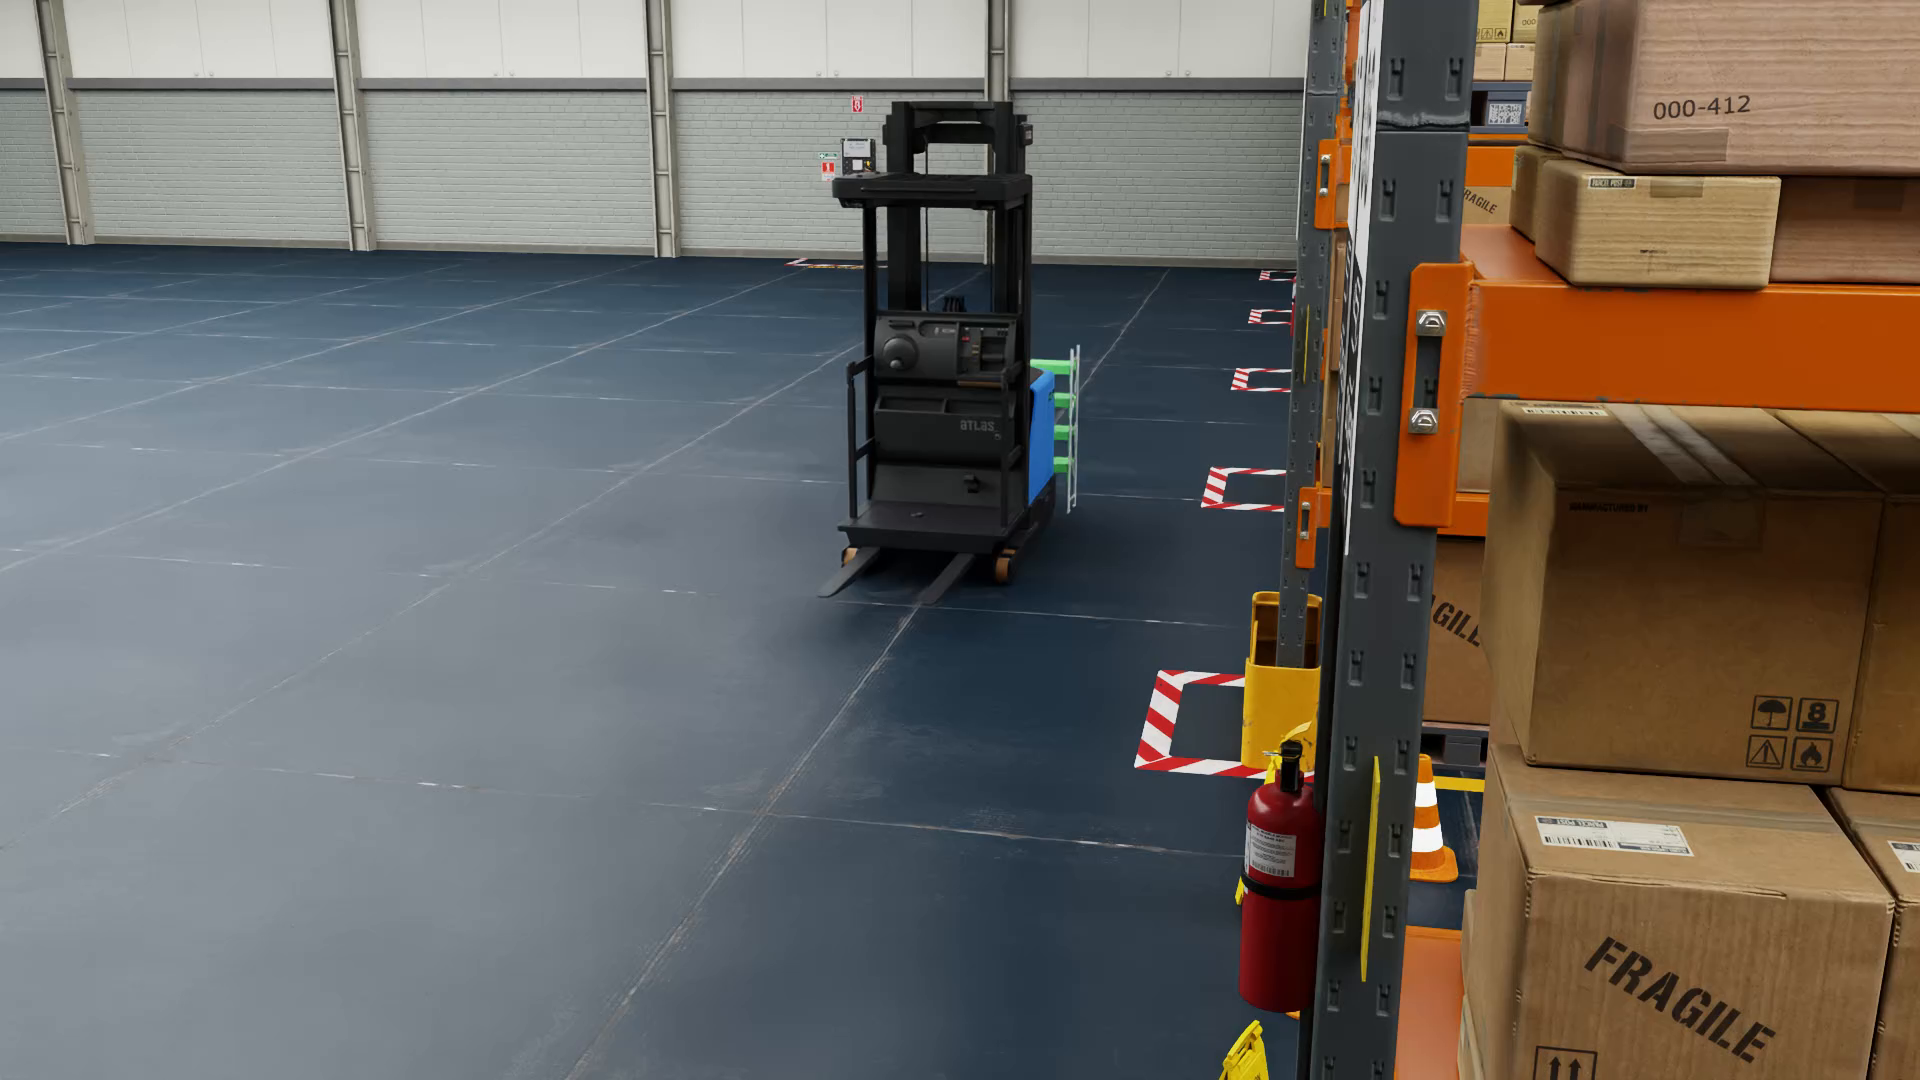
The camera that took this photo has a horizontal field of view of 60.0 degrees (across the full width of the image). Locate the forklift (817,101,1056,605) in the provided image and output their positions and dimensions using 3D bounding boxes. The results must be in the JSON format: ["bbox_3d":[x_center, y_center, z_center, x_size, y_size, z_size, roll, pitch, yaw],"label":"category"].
[{"bbox_3d":[-0.142,-1.250,10.514,1.130,2.935,3.031,4,16,13],"label":"forklift"}]

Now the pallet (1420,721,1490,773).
[{"bbox_3d":[2.406,0.831,8.096,1.213,0.211,1.003,3,16,11],"label":"pallet"}]

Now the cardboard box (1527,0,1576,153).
[{"bbox_3d":[1.275,-0.794,2.845,0.500,0.250,0.500,3,16,10],"label":"cardboard box"}]

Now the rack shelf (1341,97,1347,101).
[{"bbox_3d":[7.616,-6.707,25.813,4.000,0.370,1.077,3,16,11],"label":"rack shelf"}]

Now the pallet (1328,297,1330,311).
[{"bbox_3d":[5.430,-3.045,22.087,1.213,0.211,1.003,3,16,11],"label":"pallet"}]

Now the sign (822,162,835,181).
[{"bbox_3d":[-2.301,-6.437,29.046,0.234,0.329,0.001,3,16,11],"label":"sign"}]

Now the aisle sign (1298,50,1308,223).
[{"bbox_3d":[1.597,-1.870,7.753,0.004,0.787,0.394,3,16,11],"label":"aisle sign"}]

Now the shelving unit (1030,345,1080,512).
[{"bbox_3d":[0.594,-0.830,12.230,0.503,1.200,0.258,4,15,15],"label":"shelving unit"}]

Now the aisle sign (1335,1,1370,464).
[{"bbox_3d":[0.717,-0.566,3.048,0.004,0.787,0.394,3,16,11],"label":"aisle sign"}]

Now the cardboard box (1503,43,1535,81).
[{"bbox_3d":[2.374,-1.981,6.901,0.250,0.149,0.380,3,16,11],"label":"cardboard box"}]

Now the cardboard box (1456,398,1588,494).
[{"bbox_3d":[2.523,-0.576,7.670,0.550,0.550,0.875,3,16,11],"label":"cardboard box"}]

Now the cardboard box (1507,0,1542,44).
[{"bbox_3d":[2.526,-2.182,6.882,0.500,0.250,0.500,3,16,10],"label":"cardboard box"}]

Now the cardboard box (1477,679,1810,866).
[{"bbox_3d":[1.306,0.531,3.212,0.500,0.500,0.500,3,16,10],"label":"cardboard box"}]

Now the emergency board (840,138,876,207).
[{"bbox_3d":[-1.780,-6.364,28.847,0.643,1.169,0.194,3,16,11],"label":"emergency board"}]

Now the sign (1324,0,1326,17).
[{"bbox_3d":[1.490,-2.295,6.753,0.005,0.325,0.100,3,16,11],"label":"sign"}]

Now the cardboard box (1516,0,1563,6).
[{"bbox_3d":[1.110,-1.002,2.850,0.250,0.149,0.380,3,16,12],"label":"cardboard box"}]

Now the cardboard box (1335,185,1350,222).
[{"bbox_3d":[5.127,-4.438,21.707,0.500,0.500,0.700,3,16,11],"label":"cardboard box"}]

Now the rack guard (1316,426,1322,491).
[{"bbox_3d":[2.769,-0.618,12.787,0.348,0.500,1.175,3,16,11],"label":"rack guard"}]

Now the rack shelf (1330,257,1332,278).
[{"bbox_3d":[5.641,-2.669,16.857,4.000,0.370,1.077,3,16,11],"label":"rack shelf"}]

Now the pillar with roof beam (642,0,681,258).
[{"bbox_3d":[-6.103,-8.307,24.622,0.400,9.000,9.100,3,16,11],"label":"pillar with roof beam"}]

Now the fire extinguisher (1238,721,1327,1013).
[{"bbox_3d":[0.699,0.676,3.577,0.183,0.674,0.296,3,16,11],"label":"fire extinguisher"}]

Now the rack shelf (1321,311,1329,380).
[{"bbox_3d":[4.654,-1.374,12.180,4.000,0.370,1.077,3,16,11],"label":"rack shelf"}]

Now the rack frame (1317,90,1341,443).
[{"bbox_3d":[2.694,-1.827,12.468,0.127,3.000,1.000,3,16,11],"label":"rack frame"}]

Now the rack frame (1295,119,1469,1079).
[{"bbox_3d":[0.720,0.766,3.109,0.127,3.000,1.000,3,16,11],"label":"rack frame"}]

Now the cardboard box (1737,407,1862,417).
[{"bbox_3d":[3.574,-0.496,7.381,0.500,0.550,0.875,3,16,11],"label":"cardboard box"}]

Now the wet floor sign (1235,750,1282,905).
[{"bbox_3d":[1.184,1.116,6.253,0.232,0.644,0.267,0,15,1],"label":"wet floor sign"}]

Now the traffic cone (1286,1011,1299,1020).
[{"bbox_3d":[1.286,1.365,5.697,0.334,0.463,0.336,3,16,11],"label":"traffic cone"}]

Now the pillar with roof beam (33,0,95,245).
[{"bbox_3d":[-17.863,-8.945,26.927,0.400,9.000,9.100,3,16,11],"label":"pillar with roof beam"}]

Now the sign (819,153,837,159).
[{"bbox_3d":[-2.298,-6.690,28.966,0.331,0.109,0.001,3,16,11],"label":"sign"}]

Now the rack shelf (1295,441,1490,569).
[{"bbox_3d":[3.567,-0.082,7.515,4.000,0.370,1.077,3,16,11],"label":"rack shelf"}]

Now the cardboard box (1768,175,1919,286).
[{"bbox_3d":[1.255,-0.466,2.406,0.250,0.149,0.380,3,16,9],"label":"cardboard box"}]

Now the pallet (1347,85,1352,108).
[{"bbox_3d":[4.473,-4.407,16.519,1.213,0.211,1.003,3,16,11],"label":"pallet"}]

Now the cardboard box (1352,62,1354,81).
[{"bbox_3d":[3.029,-3.459,12.276,0.250,0.149,0.380,3,16,11],"label":"cardboard box"}]

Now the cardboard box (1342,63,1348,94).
[{"bbox_3d":[5.933,-7.134,25.785,0.500,0.500,0.500,4,16,13],"label":"cardboard box"}]

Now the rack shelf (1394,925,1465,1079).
[{"bbox_3d":[2.679,1.219,2.821,4.000,0.370,1.077,3,16,11],"label":"rack shelf"}]

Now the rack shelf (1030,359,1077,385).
[{"bbox_3d":[0.597,-1.233,12.127,0.480,0.148,0.258,4,15,15],"label":"rack shelf"}]

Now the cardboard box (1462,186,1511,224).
[{"bbox_3d":[3.668,-2.371,11.816,0.500,0.500,0.500,3,16,11],"label":"cardboard box"}]

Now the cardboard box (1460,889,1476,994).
[{"bbox_3d":[1.129,0.851,3.273,0.250,0.149,0.380,4,16,13],"label":"cardboard box"}]

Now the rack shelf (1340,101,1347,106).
[{"bbox_3d":[6.632,-5.411,21.134,4.000,0.370,1.077,3,16,11],"label":"rack shelf"}]

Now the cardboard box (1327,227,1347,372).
[{"bbox_3d":[1.963,-1.097,7.531,0.550,0.550,0.875,3,16,11],"label":"cardboard box"}]

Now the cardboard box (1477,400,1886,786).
[{"bbox_3d":[1.264,0.062,3.031,0.500,0.500,0.700,3,16,10],"label":"cardboard box"}]

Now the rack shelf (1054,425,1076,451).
[{"bbox_3d":[0.594,-0.768,12.245,0.480,0.148,0.258,4,15,15],"label":"rack shelf"}]

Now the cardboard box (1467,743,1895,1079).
[{"bbox_3d":[1.128,0.672,2.703,0.500,0.500,0.500,3,16,10],"label":"cardboard box"}]

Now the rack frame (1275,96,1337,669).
[{"bbox_3d":[1.607,-0.535,7.803,0.127,3.000,1.000,3,16,11],"label":"rack frame"}]
